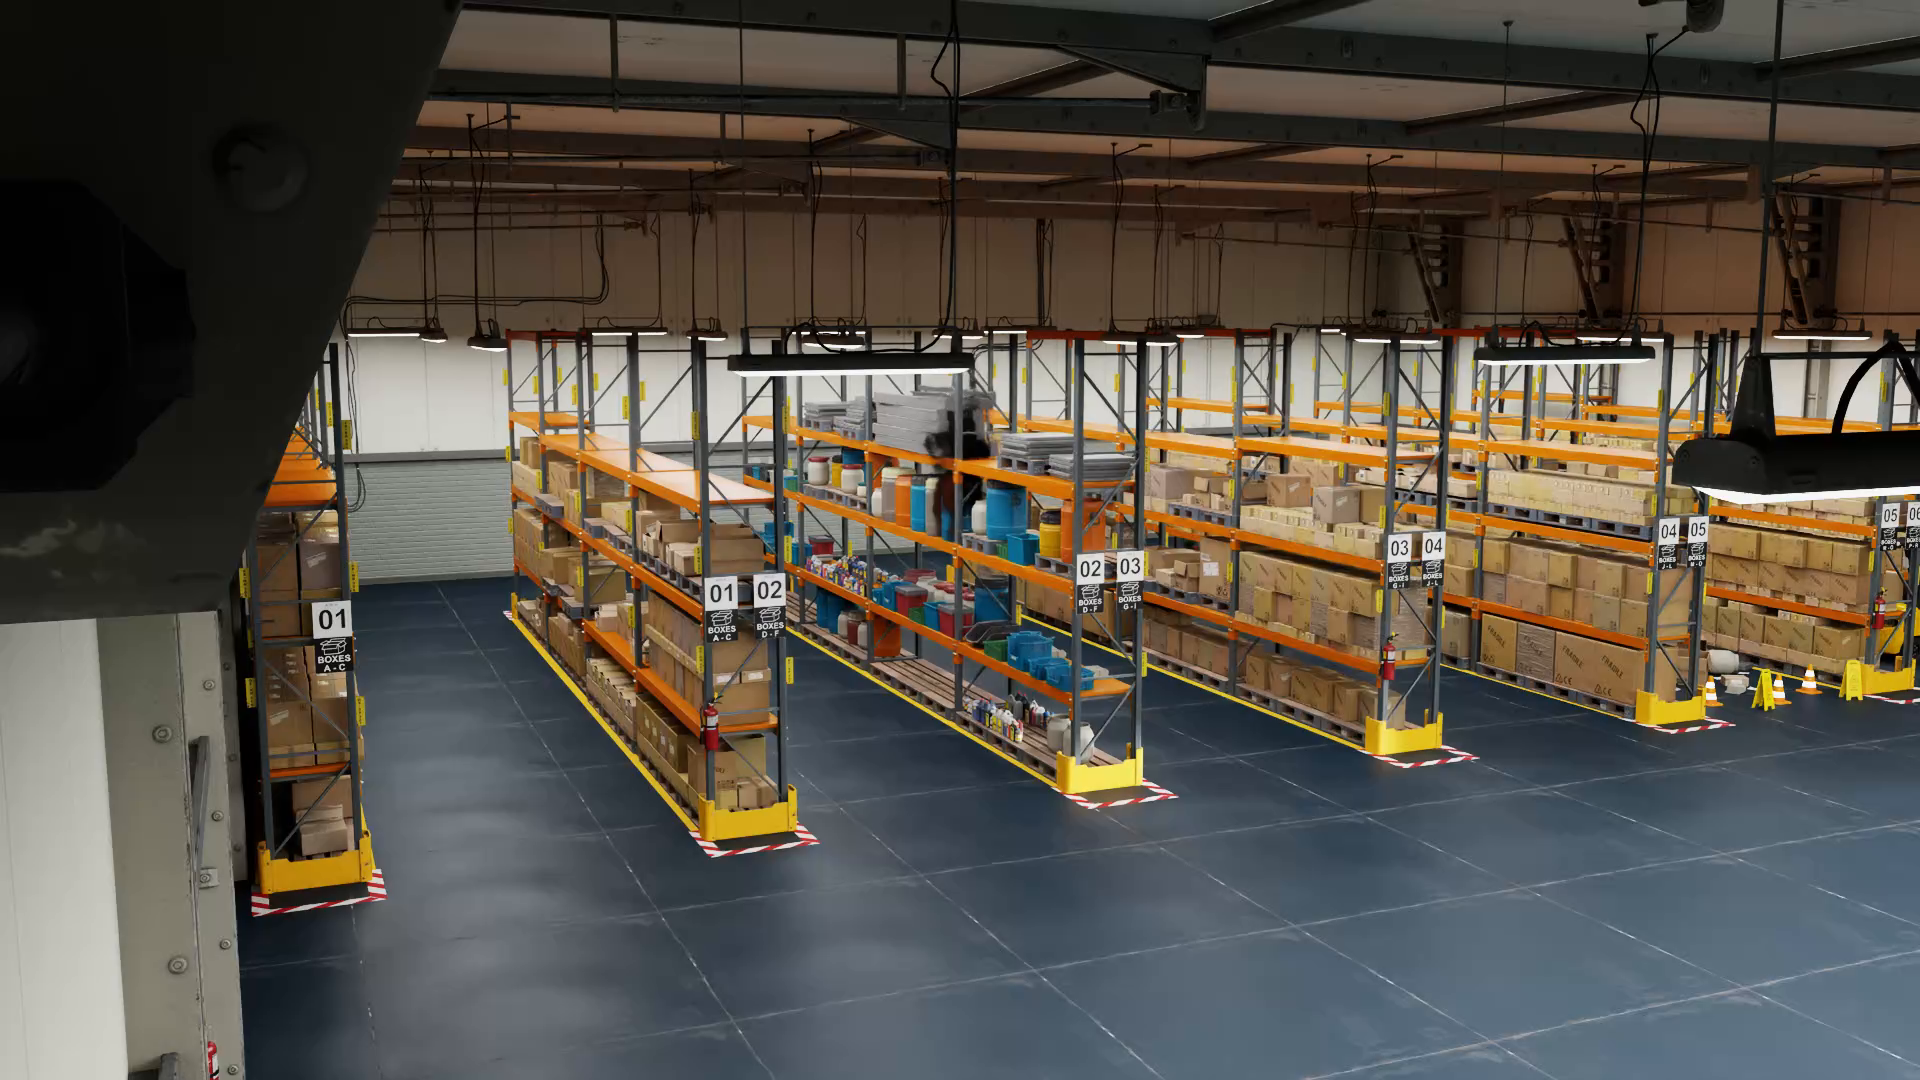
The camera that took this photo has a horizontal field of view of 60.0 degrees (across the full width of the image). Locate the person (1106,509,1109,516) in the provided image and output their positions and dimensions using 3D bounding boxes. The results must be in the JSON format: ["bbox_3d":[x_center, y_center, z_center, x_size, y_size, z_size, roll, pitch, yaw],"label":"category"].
[{"bbox_3d":[3.364,0.102,39.585,0.709,1.715,0.764,1,8,6],"label":"person"}]

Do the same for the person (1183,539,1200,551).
[{"bbox_3d":[5.776,-0.172,41.596,0.534,1.692,0.707,7,11,43],"label":"person"}]
